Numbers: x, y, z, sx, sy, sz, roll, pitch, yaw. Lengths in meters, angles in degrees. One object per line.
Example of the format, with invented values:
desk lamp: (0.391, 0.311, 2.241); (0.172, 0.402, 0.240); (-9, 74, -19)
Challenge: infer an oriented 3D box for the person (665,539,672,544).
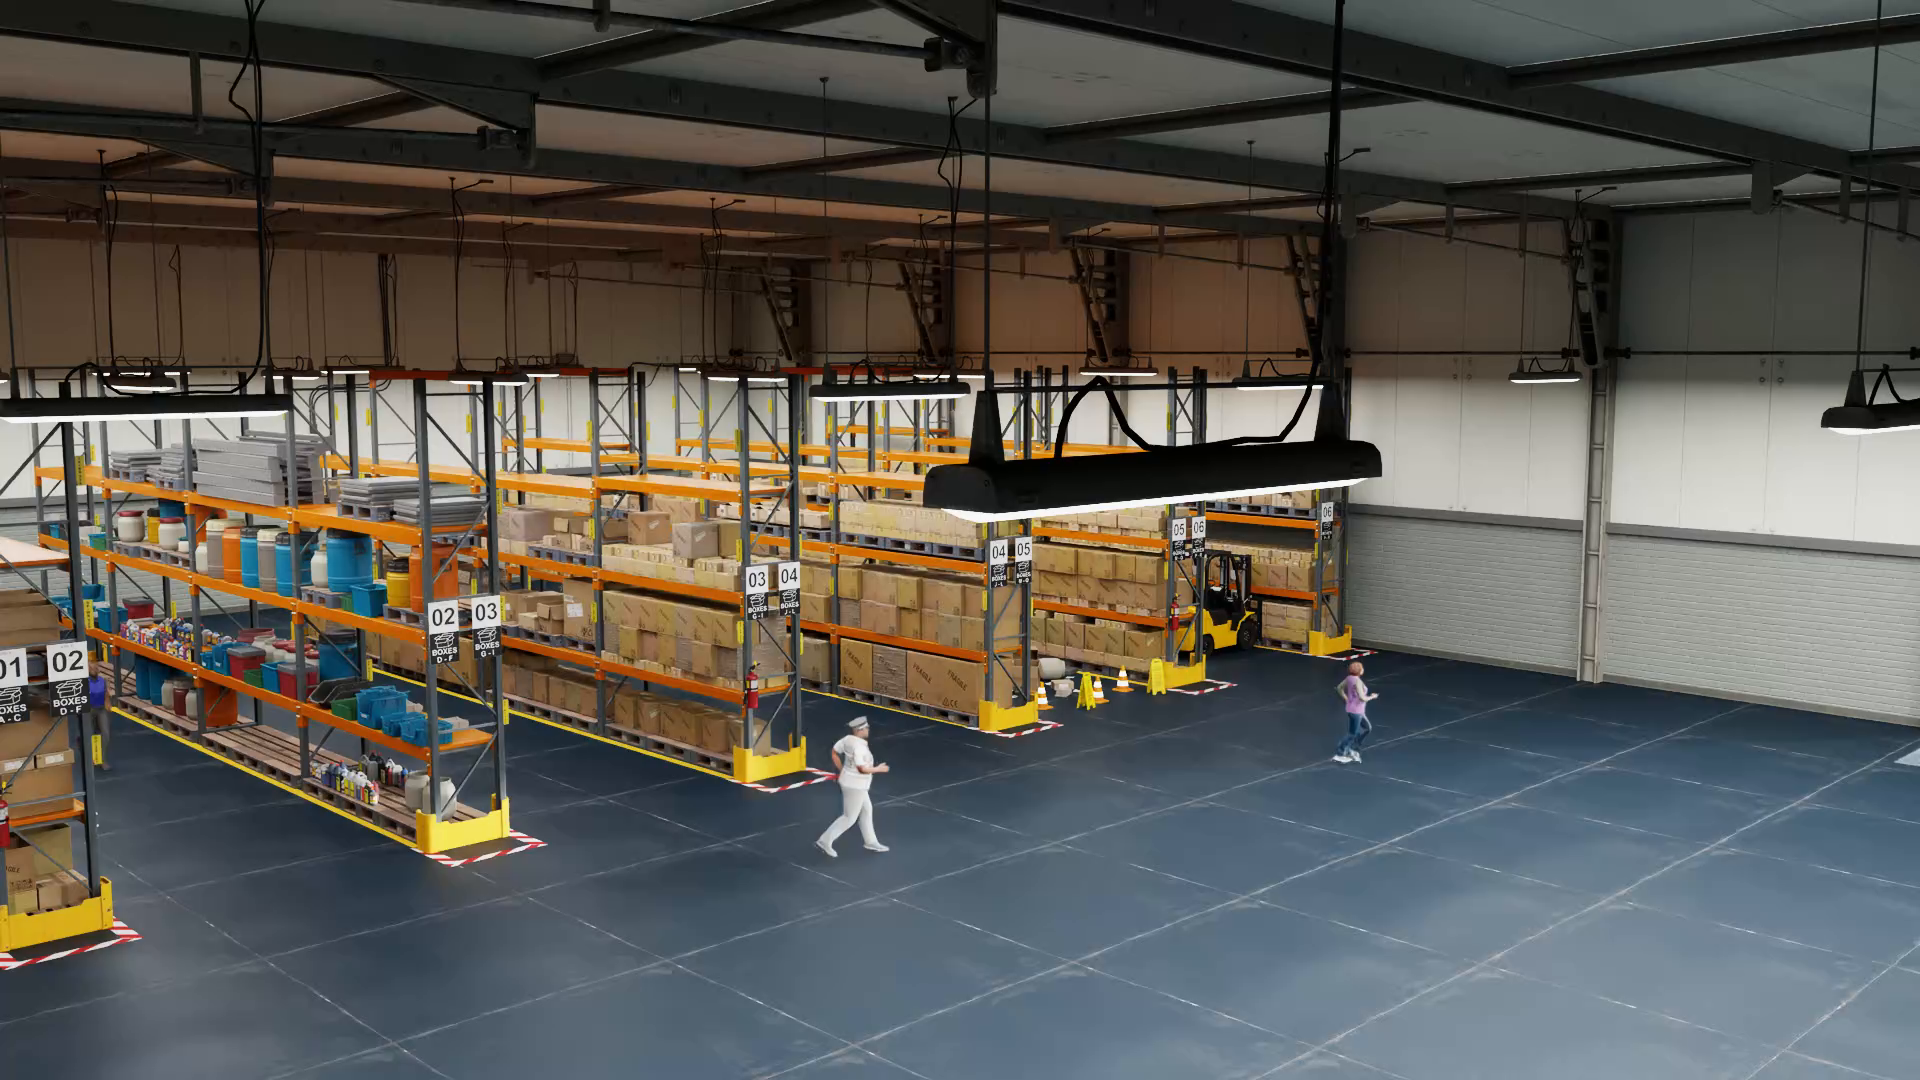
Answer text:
person: (-7.819, 0.543, 43.941); (0.596, 1.667, 0.676); (-3, 7, -28)

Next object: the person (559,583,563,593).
person: (-9.756, 0.751, 41.658); (0.678, 1.820, 0.738); (6, 9, 42)

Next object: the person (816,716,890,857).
person: (-1.345, 3.097, 20.827); (0.981, 1.780, 0.623); (-2, 7, -18)

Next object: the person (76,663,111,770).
person: (-13.286, 2.683, 25.492); (0.865, 1.632, 0.568); (6, 9, 44)

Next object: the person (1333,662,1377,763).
person: (6.084, 2.657, 25.550); (0.672, 1.611, 0.508); (0, 6, 1)
